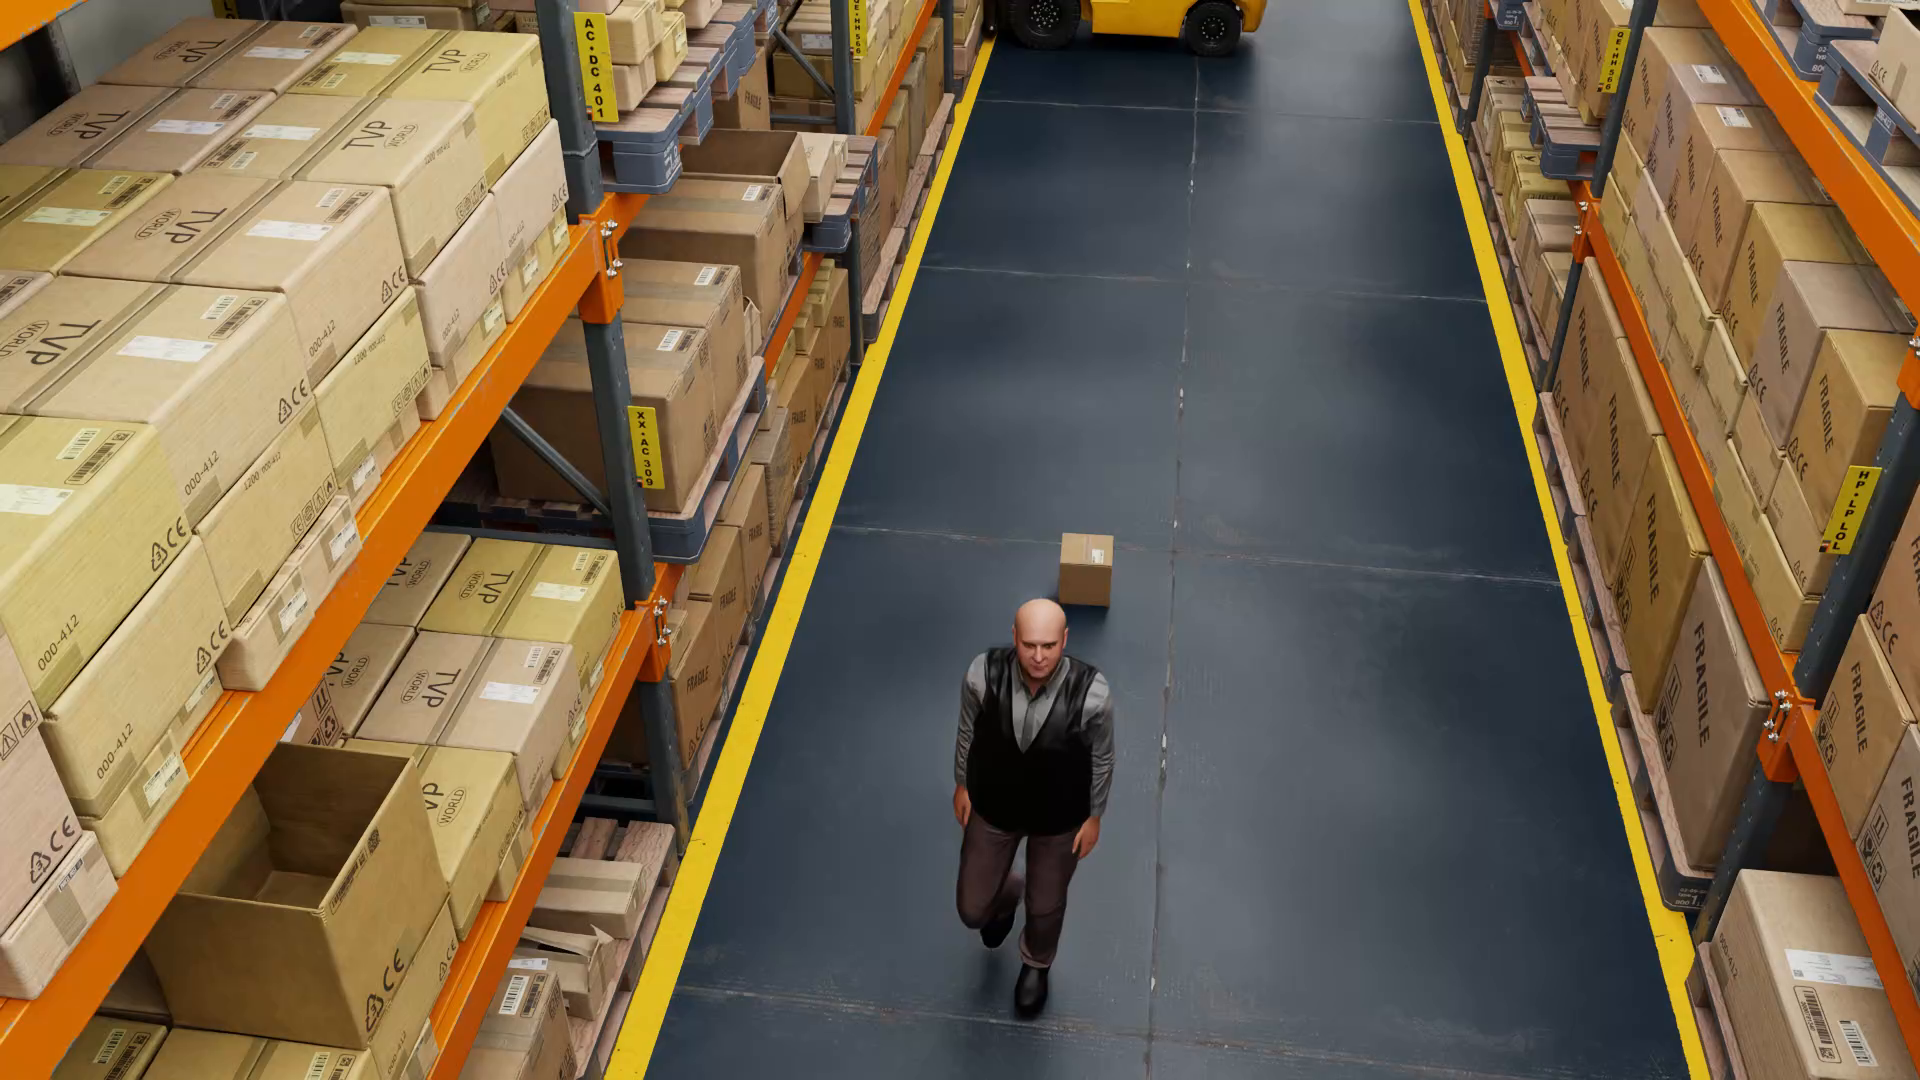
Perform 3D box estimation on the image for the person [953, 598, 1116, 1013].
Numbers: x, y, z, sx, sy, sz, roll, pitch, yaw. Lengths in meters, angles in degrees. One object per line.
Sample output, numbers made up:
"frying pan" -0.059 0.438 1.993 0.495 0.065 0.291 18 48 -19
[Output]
"person" 0.242 0.925 5.734 0.556 1.714 0.487 7 37 10
